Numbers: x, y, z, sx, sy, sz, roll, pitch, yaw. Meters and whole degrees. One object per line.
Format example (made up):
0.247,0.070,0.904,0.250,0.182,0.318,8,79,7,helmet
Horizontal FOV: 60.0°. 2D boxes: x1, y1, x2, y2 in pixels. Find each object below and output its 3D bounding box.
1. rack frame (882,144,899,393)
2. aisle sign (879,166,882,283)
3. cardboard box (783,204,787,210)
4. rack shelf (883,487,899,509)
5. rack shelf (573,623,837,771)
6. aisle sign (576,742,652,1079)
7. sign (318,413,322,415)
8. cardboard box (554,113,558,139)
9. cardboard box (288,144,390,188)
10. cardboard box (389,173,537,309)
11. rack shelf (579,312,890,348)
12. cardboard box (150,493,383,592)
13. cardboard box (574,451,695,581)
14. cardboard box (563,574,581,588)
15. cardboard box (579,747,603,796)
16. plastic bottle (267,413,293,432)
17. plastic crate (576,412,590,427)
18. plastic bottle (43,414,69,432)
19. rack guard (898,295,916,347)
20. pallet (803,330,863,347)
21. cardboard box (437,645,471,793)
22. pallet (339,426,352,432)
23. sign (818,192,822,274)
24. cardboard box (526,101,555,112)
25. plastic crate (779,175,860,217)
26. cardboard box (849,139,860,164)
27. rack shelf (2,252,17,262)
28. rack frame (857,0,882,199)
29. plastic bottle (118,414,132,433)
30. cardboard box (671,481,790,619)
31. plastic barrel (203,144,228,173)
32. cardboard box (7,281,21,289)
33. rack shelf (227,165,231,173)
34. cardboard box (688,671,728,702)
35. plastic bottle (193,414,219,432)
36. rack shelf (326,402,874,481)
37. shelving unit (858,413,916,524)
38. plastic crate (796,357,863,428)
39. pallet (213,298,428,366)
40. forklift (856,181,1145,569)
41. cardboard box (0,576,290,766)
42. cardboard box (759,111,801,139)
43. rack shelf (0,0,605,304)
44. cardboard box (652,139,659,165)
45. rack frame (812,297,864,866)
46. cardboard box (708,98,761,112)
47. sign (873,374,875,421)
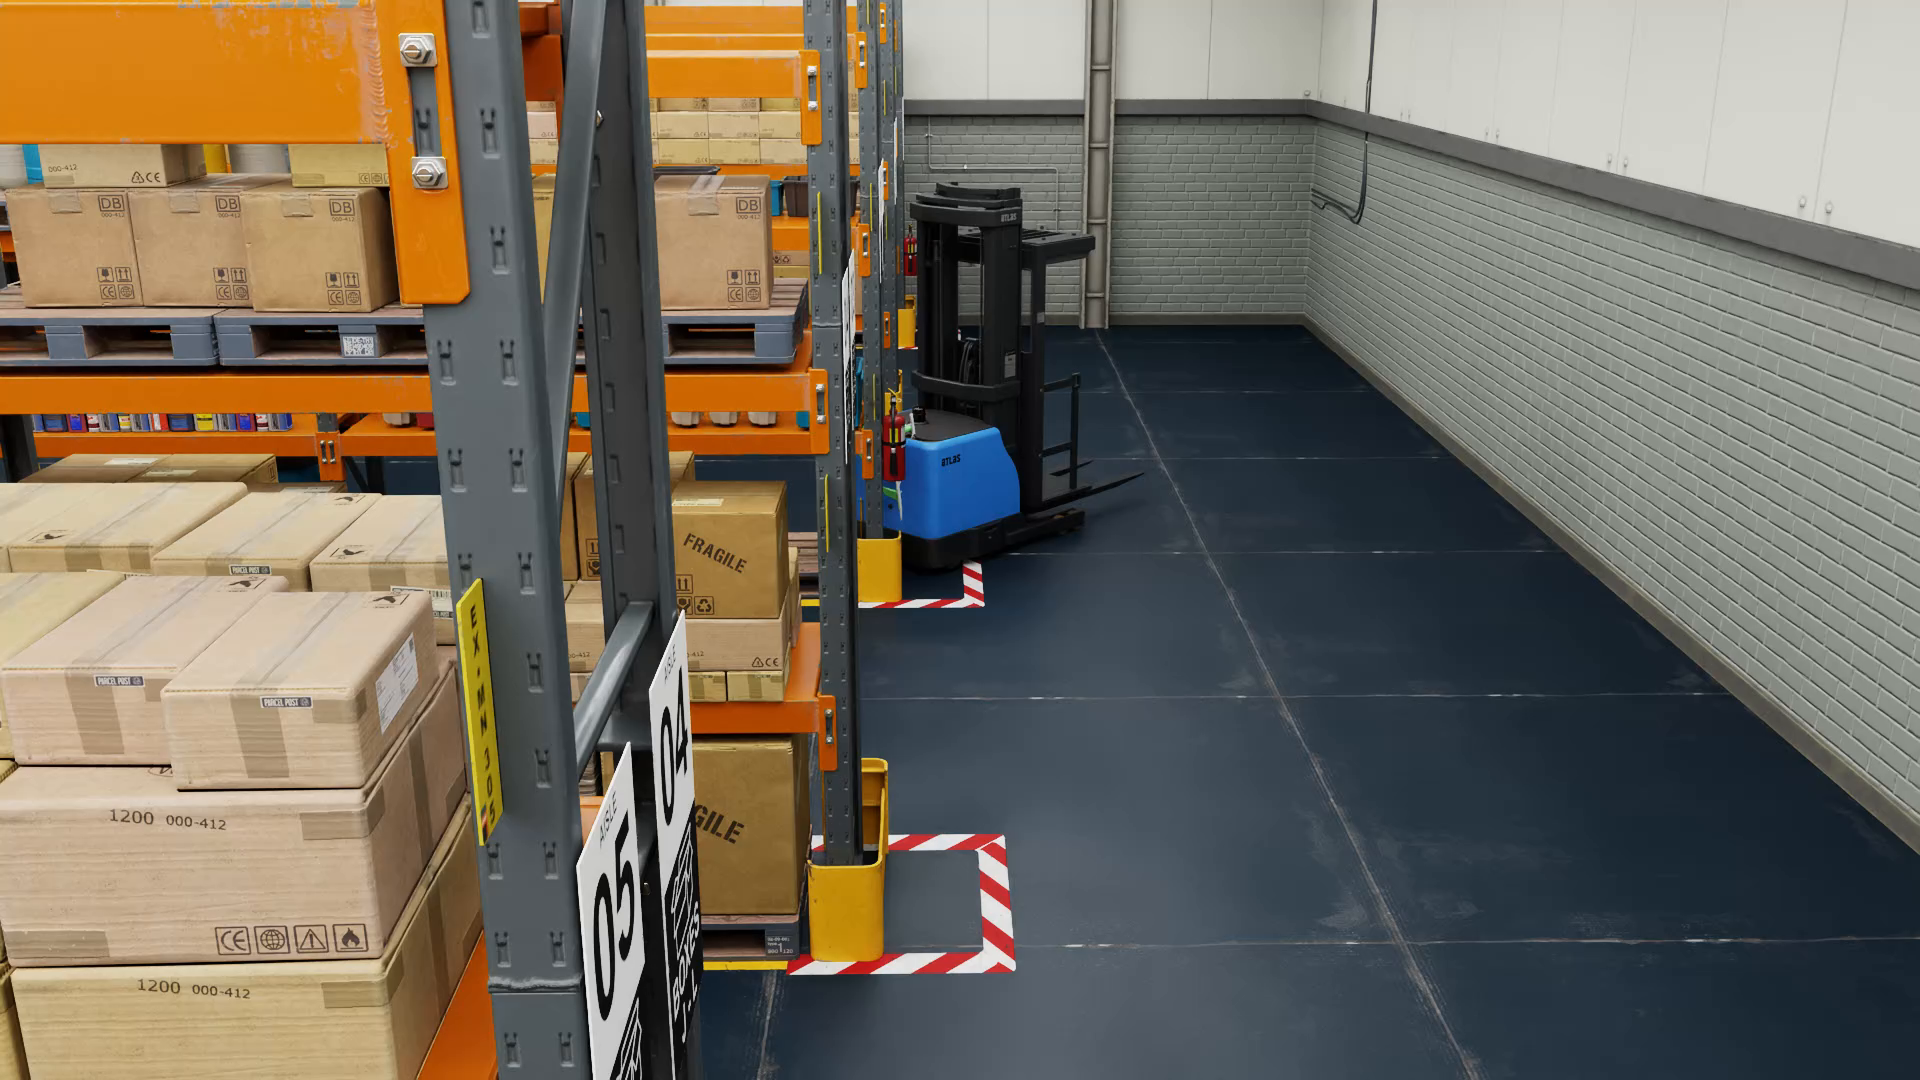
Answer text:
-0.723,-2.643,17.375,0.127,3.000,1.000,0,18,-1,rack frame
-0.572,-2.279,11.984,0.004,0.787,0.394,0,18,-1,aisle sign
-1.694,-3.240,17.436,0.500,0.500,0.500,0,18,0,cardboard box
-0.542,-0.417,13.371,0.258,0.148,0.480,-24,30,-32,rack shelf
-2.570,0.735,8.023,4.000,0.370,1.077,0,18,-1,rack shelf
-0.516,0.752,2.538,0.004,0.787,0.394,0,18,-1,aisle sign
-4.641,-1.074,12.033,0.005,0.325,0.100,0,18,-1,sign
-3.733,-4.148,16.583,0.500,0.250,0.500,0,18,-1,cardboard box
-2.591,-1.691,7.255,0.500,0.250,0.500,-1,18,-3,cardboard box
-2.170,-1.339,7.384,0.500,0.500,0.700,-1,18,-5,cardboard box
-2.723,-2.290,17.455,4.000,0.370,1.077,0,18,-1,rack shelf
-1.176,0.041,2.872,0.250,0.149,0.380,0,18,1,cardboard box
-1.555,-0.122,8.048,0.500,0.500,0.500,-1,18,-2,cardboard box
-2.077,0.238,8.152,0.500,0.250,0.500,-1,18,-3,cardboard box
-2.119,1.227,8.104,0.875,0.875,0.875,0,18,-1,cardboard box
-5.037,-0.951,12.304,0.135,0.276,0.152,0,18,-1,plastic bottle
-2.698,-0.990,12.400,0.300,0.233,0.416,0,18,-1,plastic crate
-6.664,-0.977,12.264,0.185,0.351,0.144,0,18,-1,plastic bottle
-0.781,-2.965,22.473,0.348,0.500,1.175,0,18,-1,rack guard
-1.603,-2.800,22.431,1.213,0.211,1.003,0,18,-1,pallet
-1.046,0.226,2.948,0.500,0.250,0.500,0,18,0,cardboard box
-6.758,-1.273,17.671,1.213,0.211,1.003,0,18,-1,pallet
-0.576,-1.263,6.845,0.005,0.325,0.100,0,18,-1,sign
-4.237,-4.589,16.732,0.500,0.500,0.700,0,18,-1,cardboard box
-1.038,-2.579,12.480,0.590,0.269,0.497,0,18,-1,plastic crate
-1.233,-3.917,16.681,0.500,0.250,0.500,0,18,-1,cardboard box
-10.804,-3.765,22.051,4.000,0.370,1.077,0,18,-1,rack shelf
-0.649,-3.986,11.742,0.127,3.000,1.000,0,18,-1,rack frame
-6.157,-0.902,12.272,0.097,0.201,0.097,0,18,0,plastic bottle
-1.054,0.038,7.549,0.500,0.500,0.500,0,18,0,cardboard box
-5.558,-2.762,11.841,0.600,0.588,0.600,0,18,0,plastic barrel
-9.620,-2.616,17.439,0.500,0.311,0.500,0,18,-2,cardboard box
-6.722,-3.699,16.936,4.000,0.370,1.077,0,18,-1,rack shelf
-1.181,0.607,7.657,0.250,0.149,0.380,0,18,0,cardboard box
-5.562,-0.983,12.281,0.185,0.351,0.144,0,18,-1,plastic bottle
-2.649,-0.778,12.739,4.000,0.370,1.077,0,18,-1,rack shelf
-0.549,-0.474,13.344,0.258,1.200,0.503,-24,30,-32,shelving unit
-0.981,-1.117,12.461,0.499,0.435,0.616,0,18,-1,plastic crate
-2.535,-0.990,7.456,1.213,0.211,1.003,0,18,-1,pallet
0.427,-1.537,14.039,1.130,2.935,3.031,16,24,40,forklift
-1.169,0.183,2.431,0.250,0.149,0.380,0,18,0,cardboard box
-1.733,-4.155,16.605,0.500,0.250,0.500,0,18,-1,cardboard box
-2.593,-0.605,2.383,4.000,0.370,1.077,0,18,-1,rack shelf
-3.233,-3.910,16.661,0.500,0.250,0.500,0,18,-1,cardboard box
-0.571,0.383,7.943,0.127,3.000,1.000,0,18,-1,rack frame
-2.236,-4.576,16.689,0.500,0.500,0.700,0,18,-1,cardboard box
-0.624,-1.040,12.110,0.005,0.325,0.100,0,18,-1,sign
